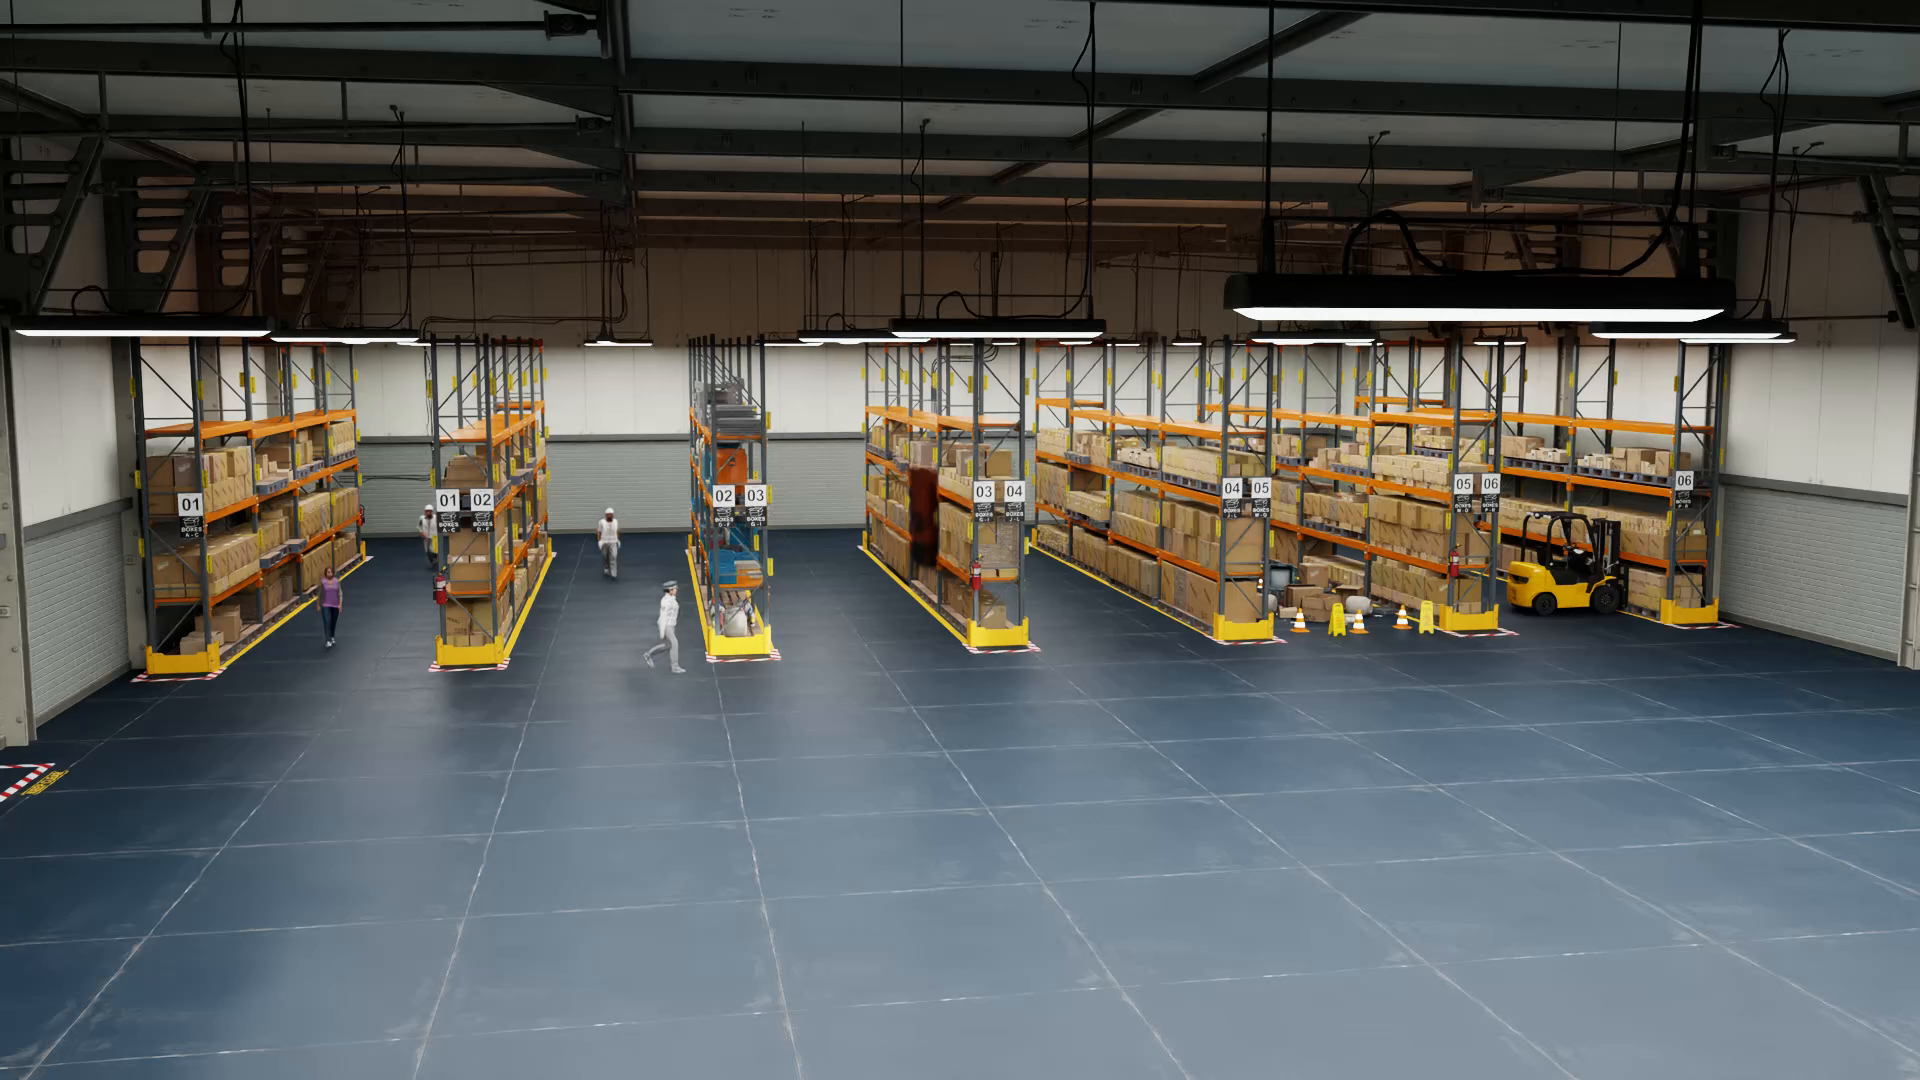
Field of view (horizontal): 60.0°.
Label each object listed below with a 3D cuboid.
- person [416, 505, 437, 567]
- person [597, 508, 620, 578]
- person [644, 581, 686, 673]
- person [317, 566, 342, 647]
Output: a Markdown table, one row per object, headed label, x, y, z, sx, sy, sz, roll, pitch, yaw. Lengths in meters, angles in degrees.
| label | x | y | z | sx | sy | sz | roll | pitch | yaw |
| --- | --- | --- | --- | --- | --- | --- | --- | --- | --- |
| person | -13.899 | -0.106 | 43.638 | 0.618 | 1.677 | 0.721 | 0 | 7 | -2 |
| person | -8.837 | 0.062 | 41.844 | 0.569 | 1.727 | 1.096 | -2 | 7 | -14 |
| person | -5.255 | 1.520 | 29.537 | 0.914 | 1.613 | 0.488 | 2 | 7 | 18 |
| person | -12.113 | 1.272 | 31.998 | 0.453 | 1.543 | 0.969 | -5 | 8 | -36 |
